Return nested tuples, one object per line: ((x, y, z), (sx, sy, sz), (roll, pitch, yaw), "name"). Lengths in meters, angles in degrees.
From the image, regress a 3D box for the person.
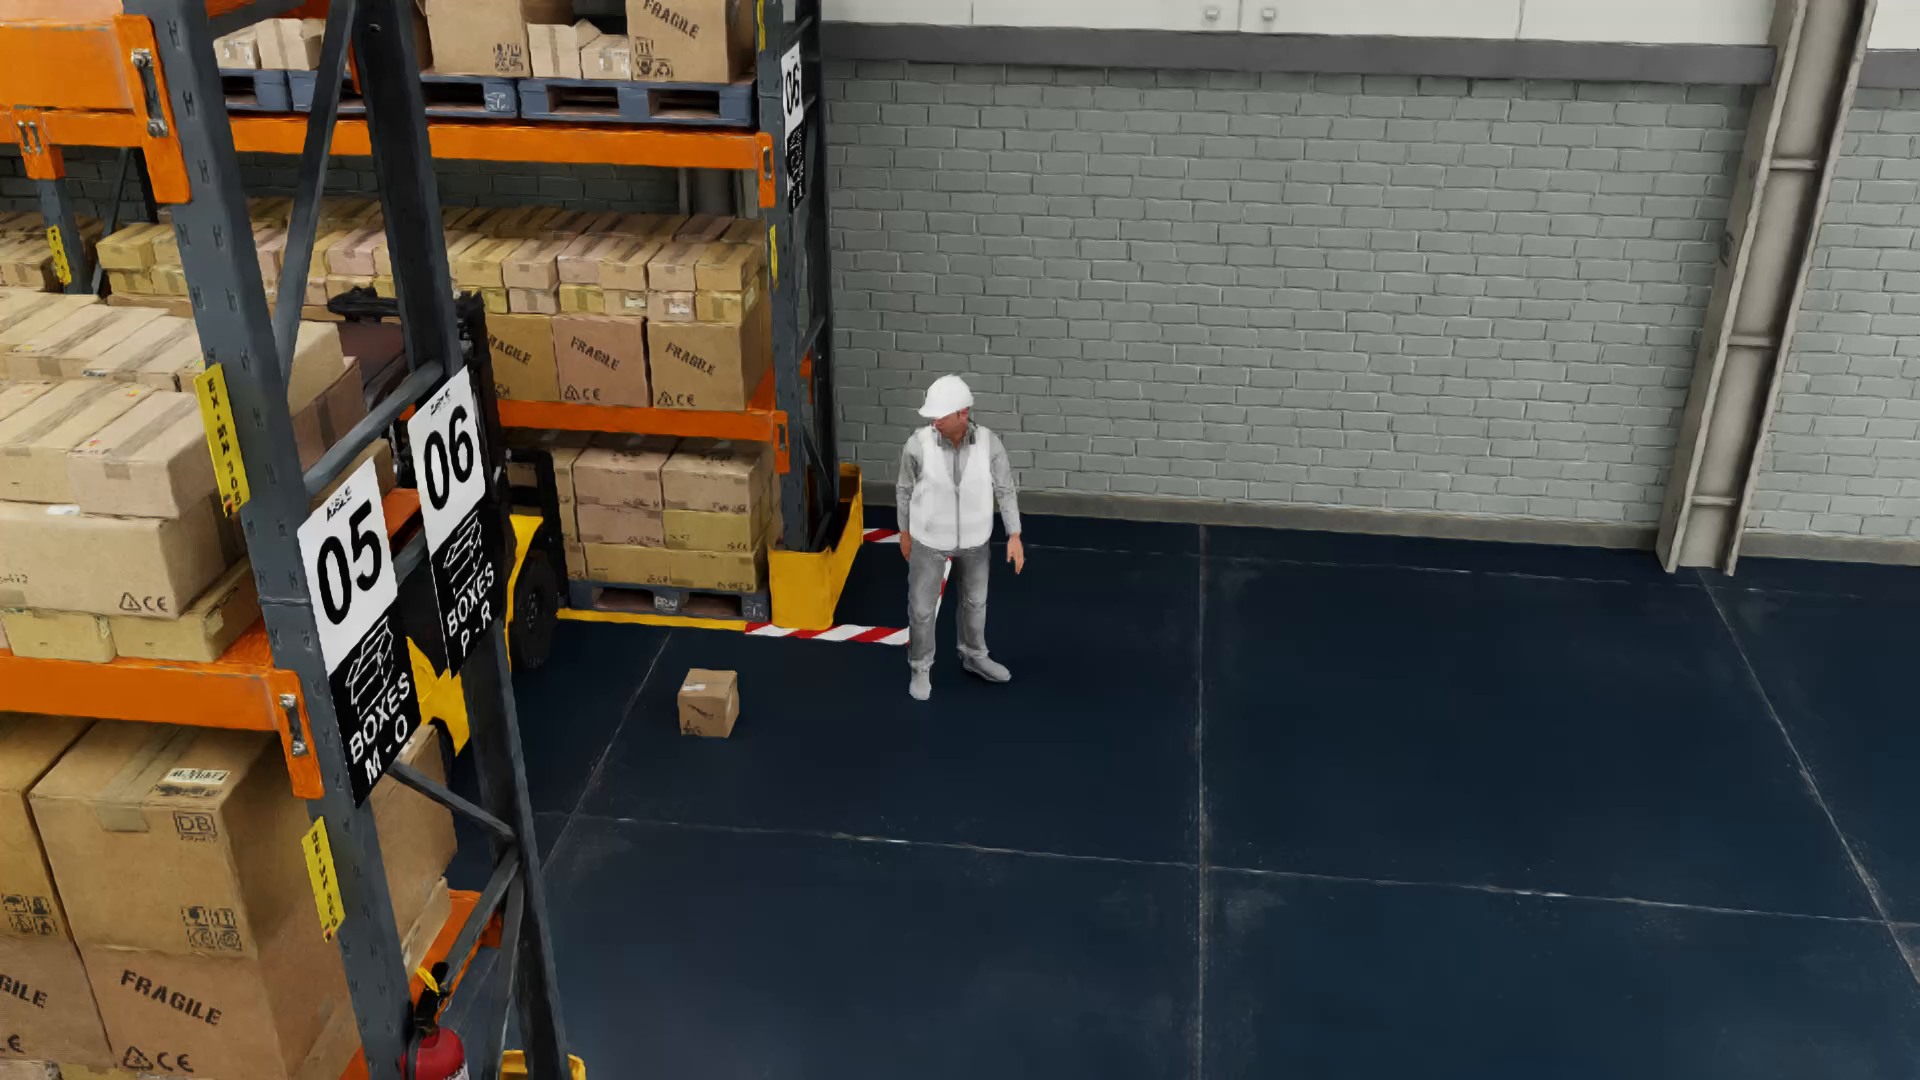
((-0.001, 0.015, 8.577), (0.607, 1.827, 0.455), (-7, 29, -12), "person")
